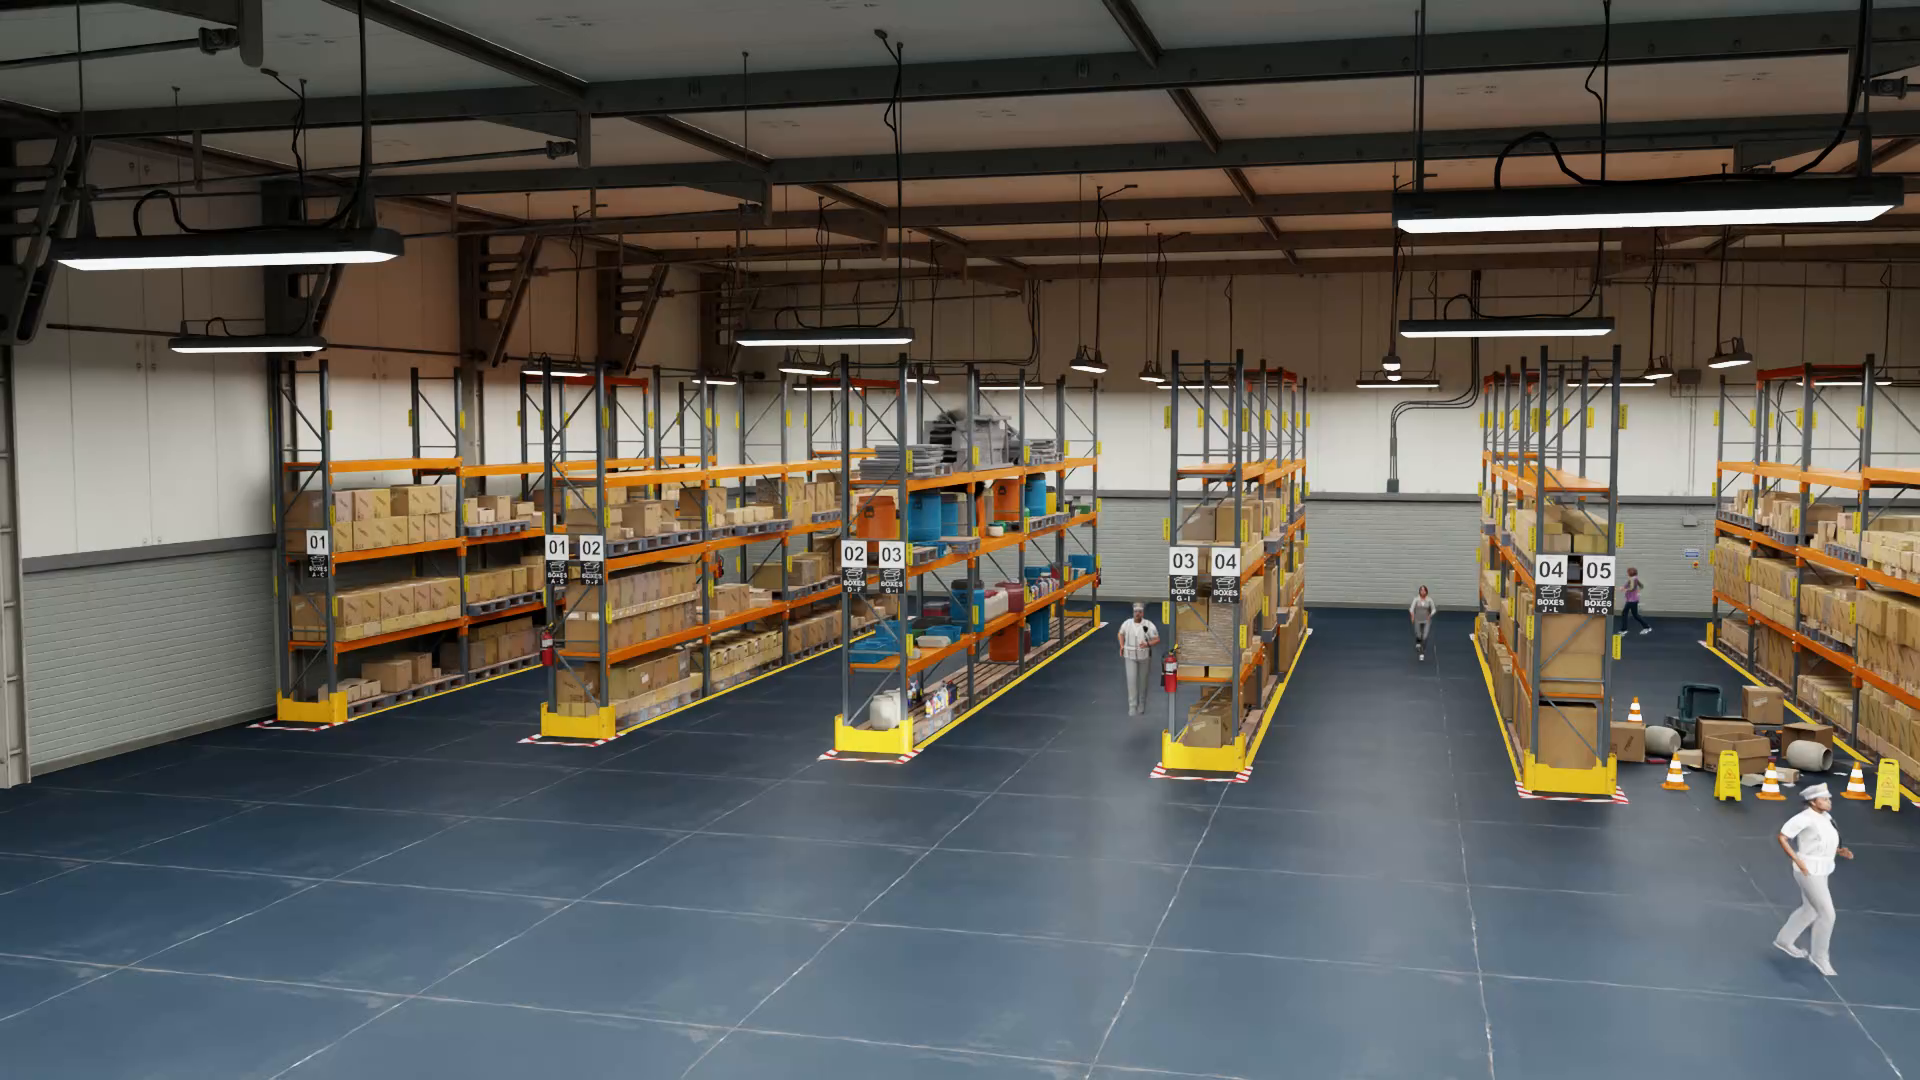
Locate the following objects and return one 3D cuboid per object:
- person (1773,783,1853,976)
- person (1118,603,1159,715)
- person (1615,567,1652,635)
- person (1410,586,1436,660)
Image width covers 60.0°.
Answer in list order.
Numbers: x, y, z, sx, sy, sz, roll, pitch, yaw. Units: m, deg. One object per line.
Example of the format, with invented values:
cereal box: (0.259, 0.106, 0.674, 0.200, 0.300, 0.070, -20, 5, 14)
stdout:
person: (7.799, 3.083, 15.205, 0.564, 1.763, 0.665, -3, 5, -40)
person: (2.862, 1.927, 26.728, 0.678, 1.846, 0.829, 1, 4, 10)
person: (15.567, 1.443, 38.402, 0.784, 1.632, 0.518, 2, 4, 22)
person: (9.695, 1.731, 34.854, 0.537, 1.560, 0.549, 1, 4, 15)
